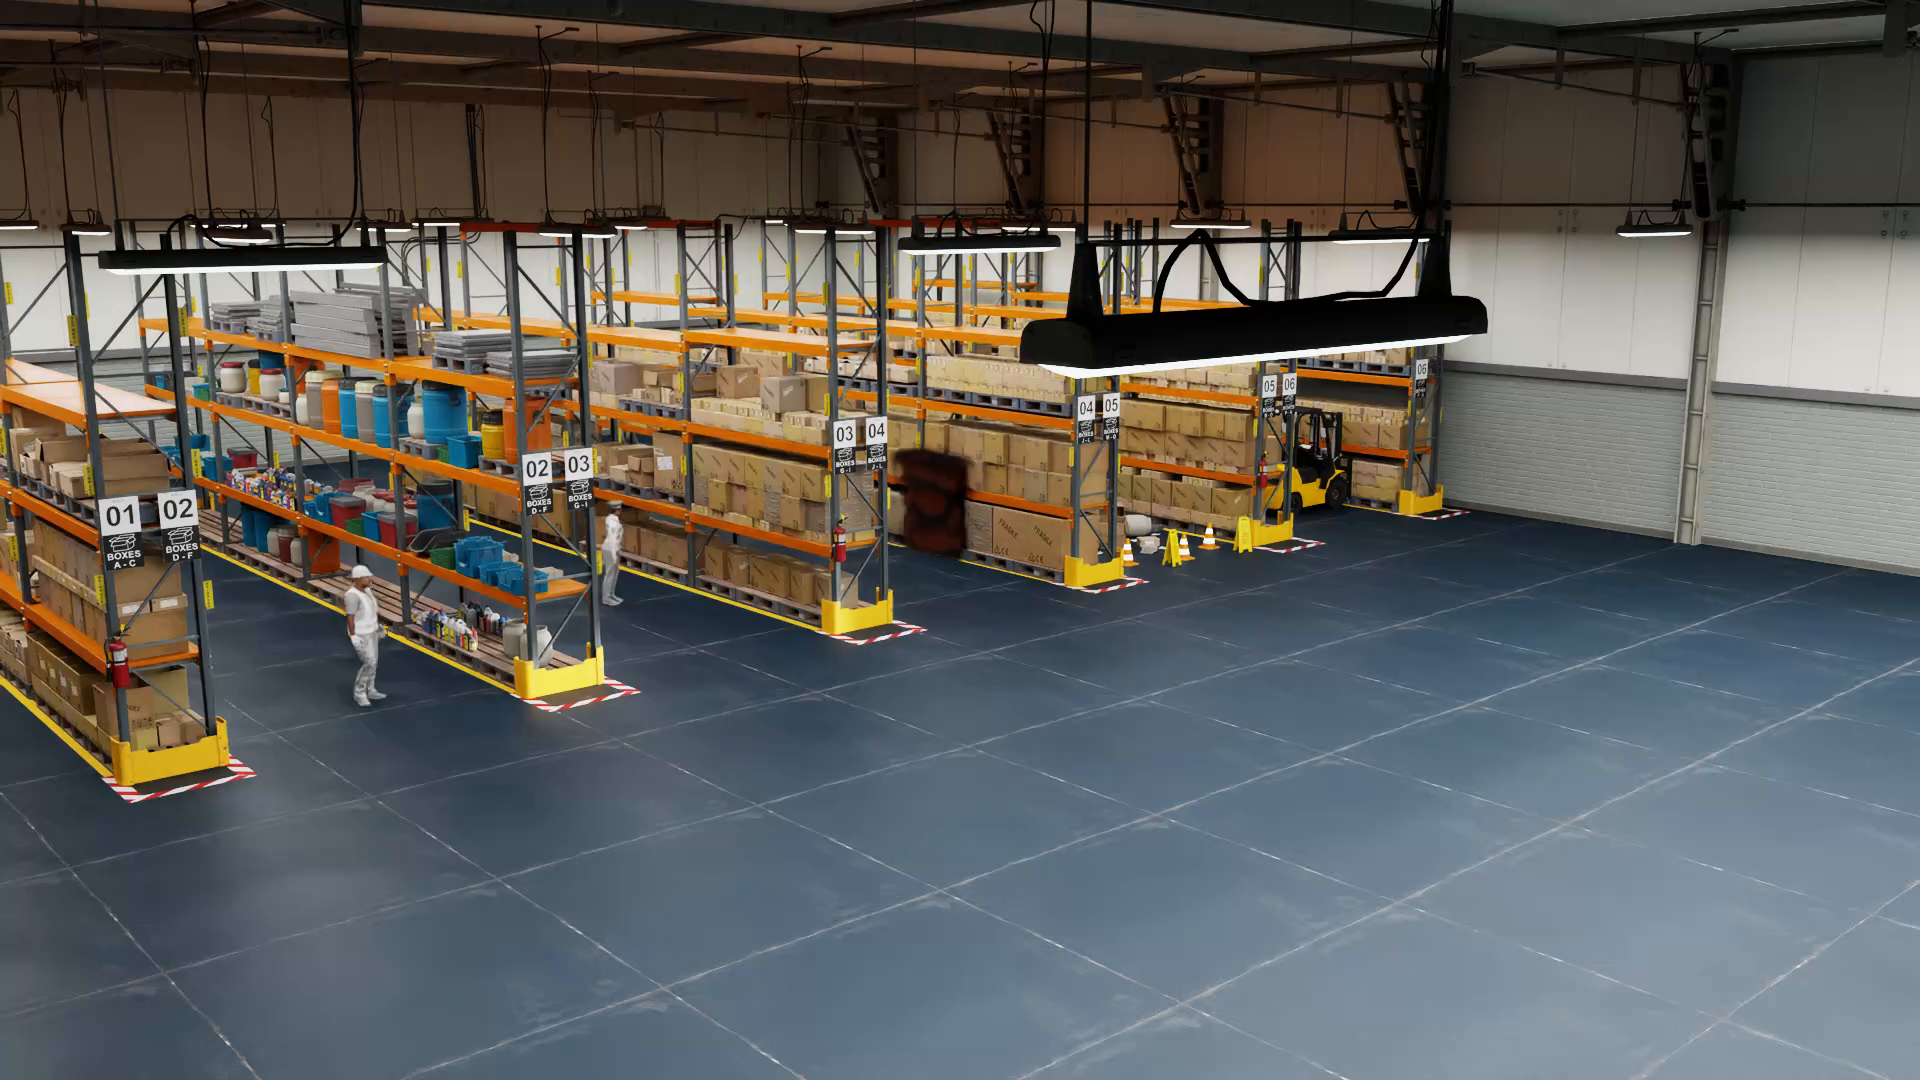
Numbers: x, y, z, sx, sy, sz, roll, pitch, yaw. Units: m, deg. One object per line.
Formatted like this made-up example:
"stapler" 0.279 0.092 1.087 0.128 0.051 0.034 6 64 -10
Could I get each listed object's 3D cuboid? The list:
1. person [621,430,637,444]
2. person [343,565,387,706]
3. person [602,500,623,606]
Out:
"person" -8.547 -2.991 42.589 0.398 1.586 0.461 4 12 21
"person" -7.666 1.223 21.461 0.397 1.825 0.613 1 11 6
"person" -5.557 0.205 26.658 0.383 1.671 0.511 0 11 -2
